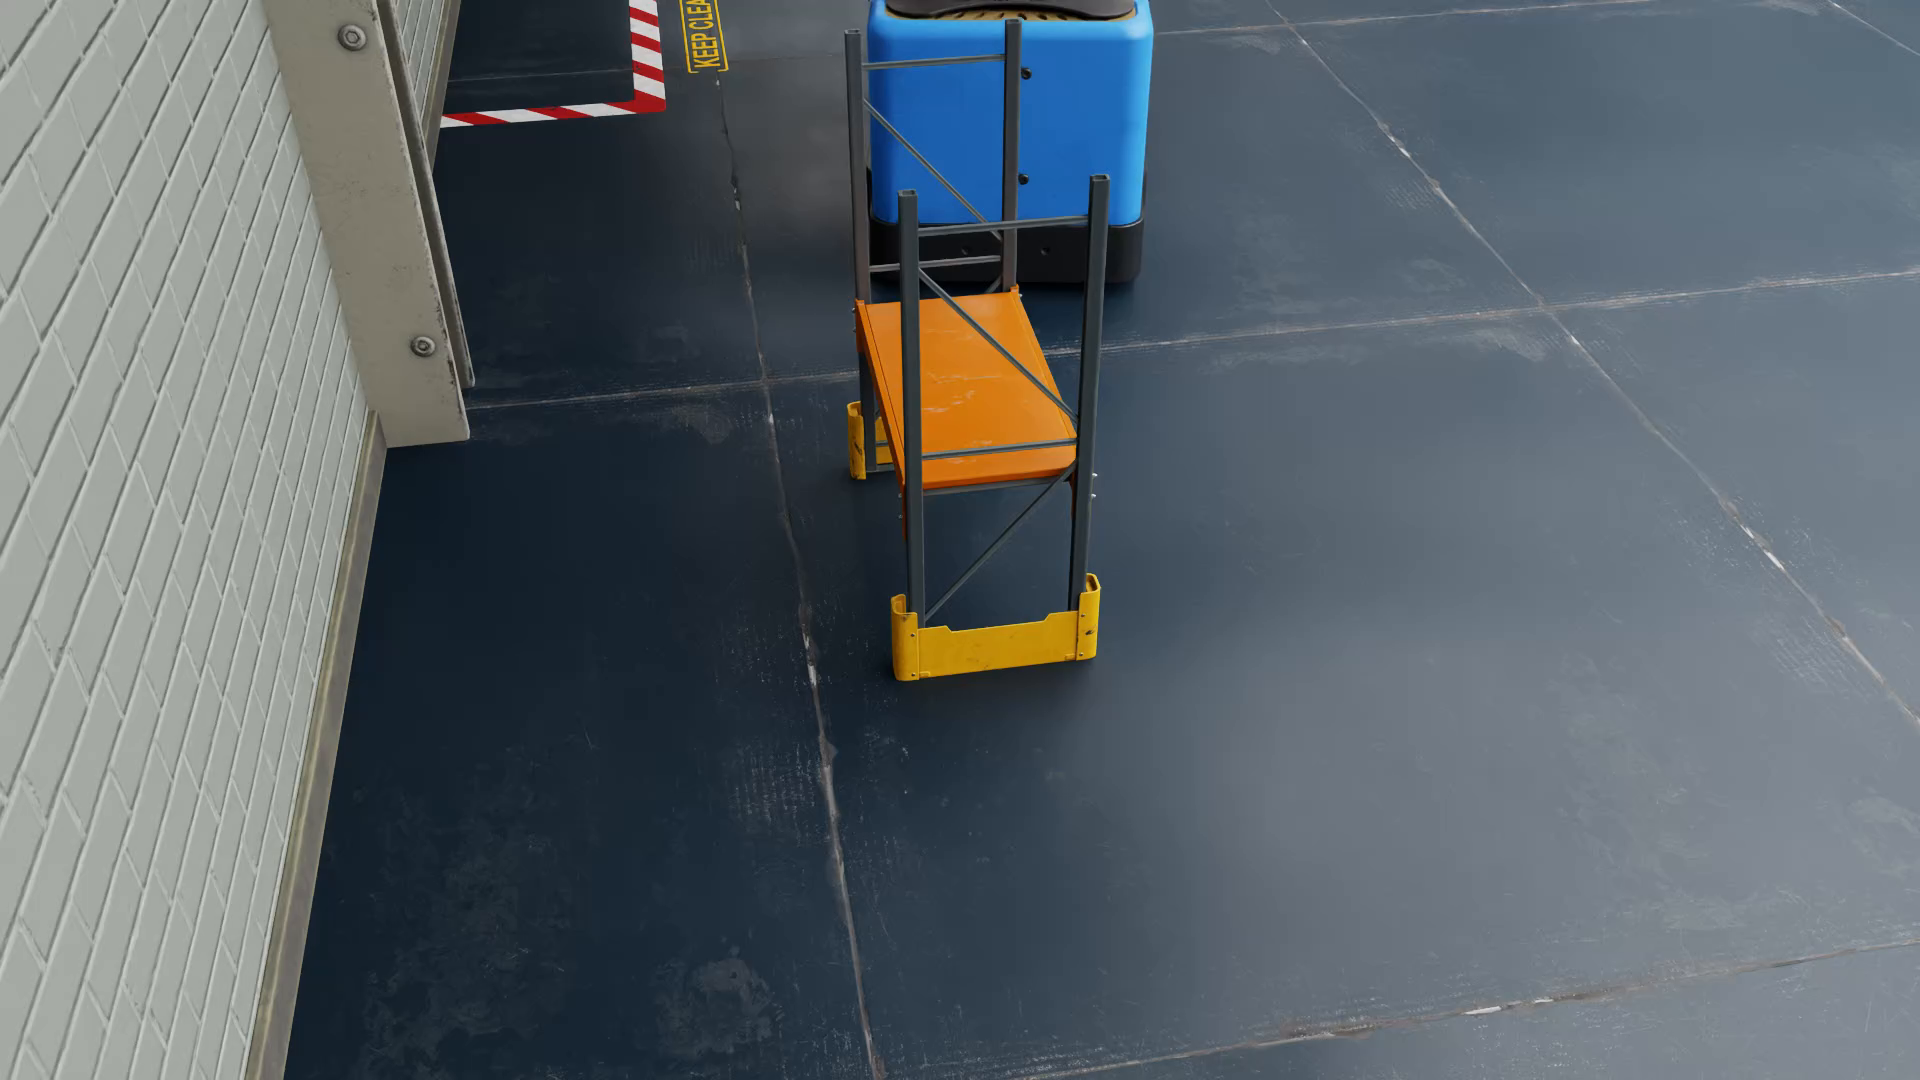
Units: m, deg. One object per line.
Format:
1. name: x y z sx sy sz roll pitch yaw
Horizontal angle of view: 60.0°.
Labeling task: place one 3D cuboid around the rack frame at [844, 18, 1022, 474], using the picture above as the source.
1. rack frame: -0.074 -0.848 5.119 0.500 1.500 0.032 -6 38 -8

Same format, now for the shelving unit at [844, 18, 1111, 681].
1. shelving unit: 0.013 -0.546 4.731 0.587 1.500 1.083 -6 38 -8

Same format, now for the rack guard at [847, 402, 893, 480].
1. rack guard: -0.074 -0.353 5.501 0.587 0.250 0.087 -6 38 -8

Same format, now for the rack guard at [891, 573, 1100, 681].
1. rack guard: 0.101 0.248 4.727 0.587 0.250 0.087 -6 38 -8

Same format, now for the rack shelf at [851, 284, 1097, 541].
1. rack shelf: 0.015 -0.399 4.834 0.538 0.185 1.000 -6 38 -8

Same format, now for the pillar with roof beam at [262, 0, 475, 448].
1. pillar with roof beam: 2.370 -4.463 3.660 9.100 9.000 0.400 -6 38 -8

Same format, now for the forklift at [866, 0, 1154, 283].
1. forklift: 0.210 -3.023 6.753 1.130 2.935 3.031 1 38 1

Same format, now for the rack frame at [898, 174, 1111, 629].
1. rack frame: 0.104 -0.234 4.328 0.500 1.500 0.032 -6 38 -8
